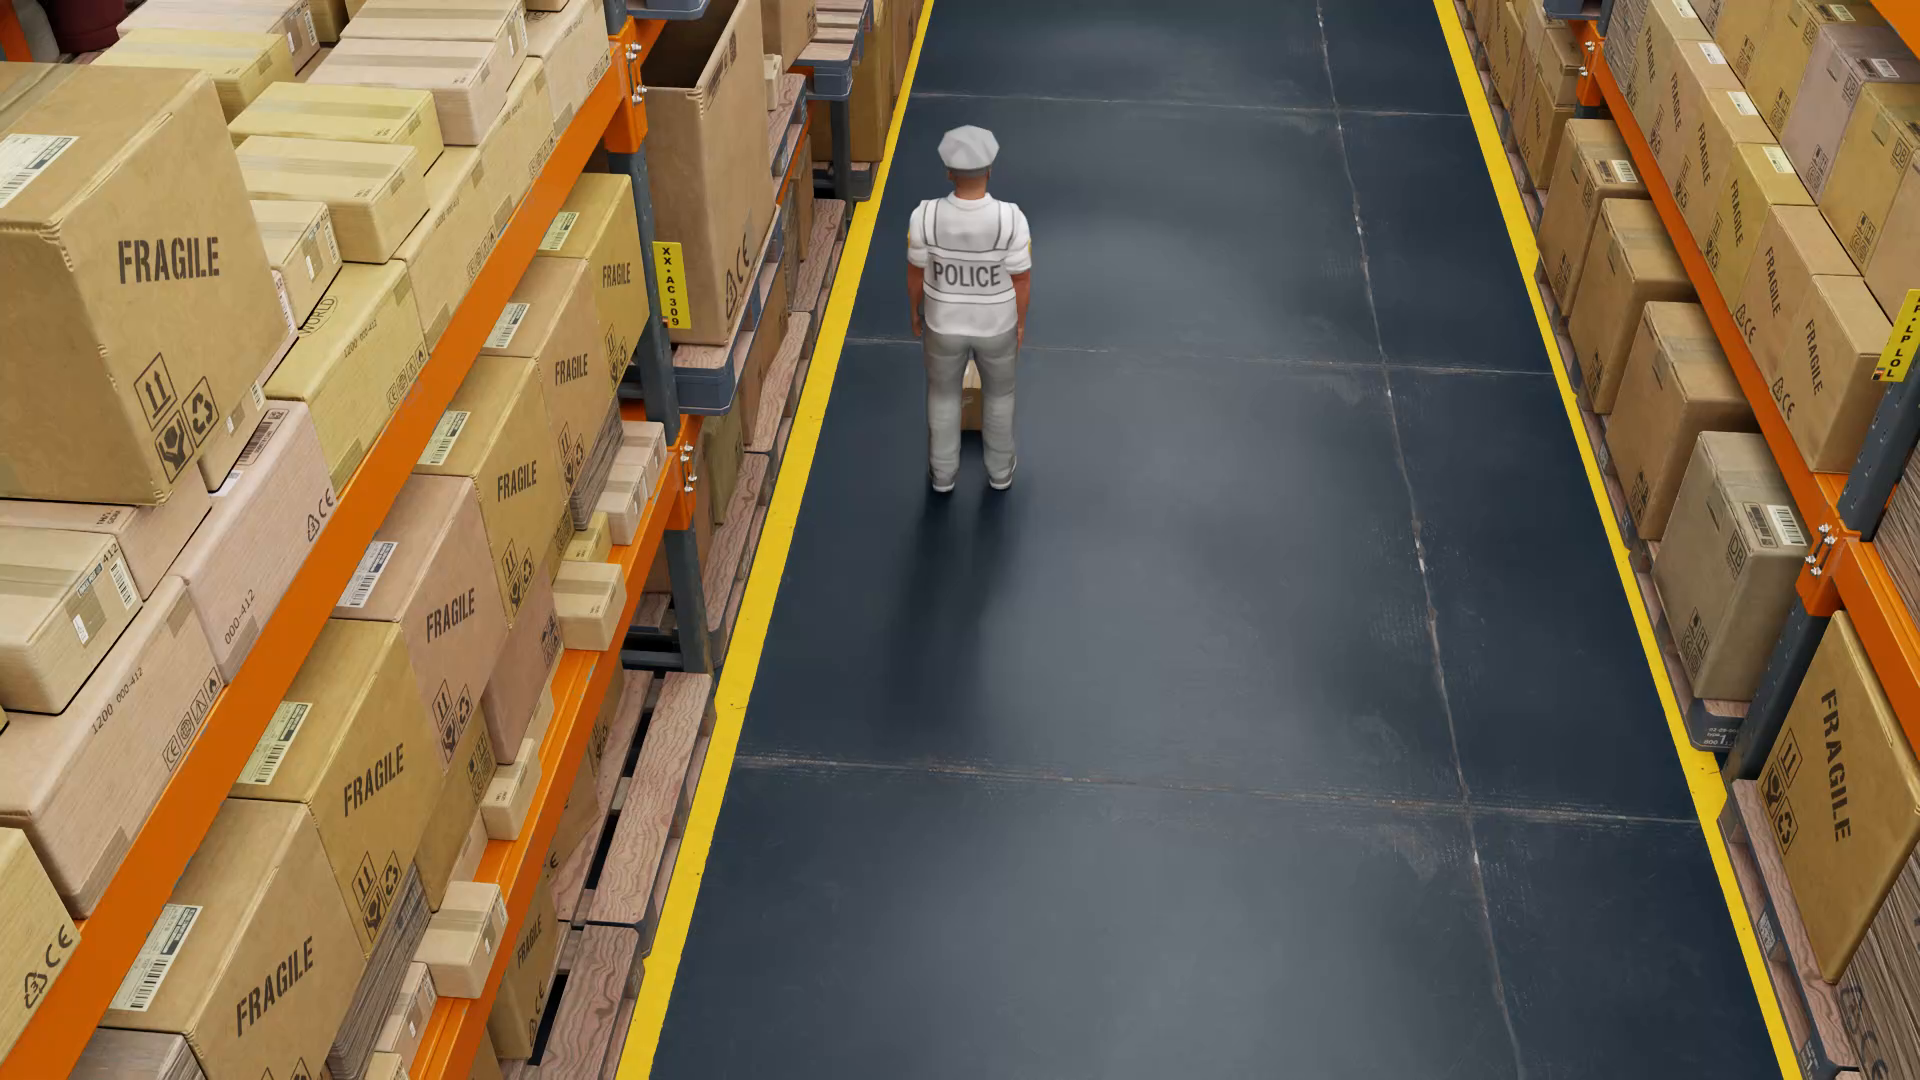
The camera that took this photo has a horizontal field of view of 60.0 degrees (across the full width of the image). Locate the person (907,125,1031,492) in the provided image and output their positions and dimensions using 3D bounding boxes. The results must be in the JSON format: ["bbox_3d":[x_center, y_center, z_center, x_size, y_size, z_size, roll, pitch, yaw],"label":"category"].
[{"bbox_3d":[0.039,-0.977,7.332,0.538,1.782,0.407,2,40,3],"label":"person"}]
